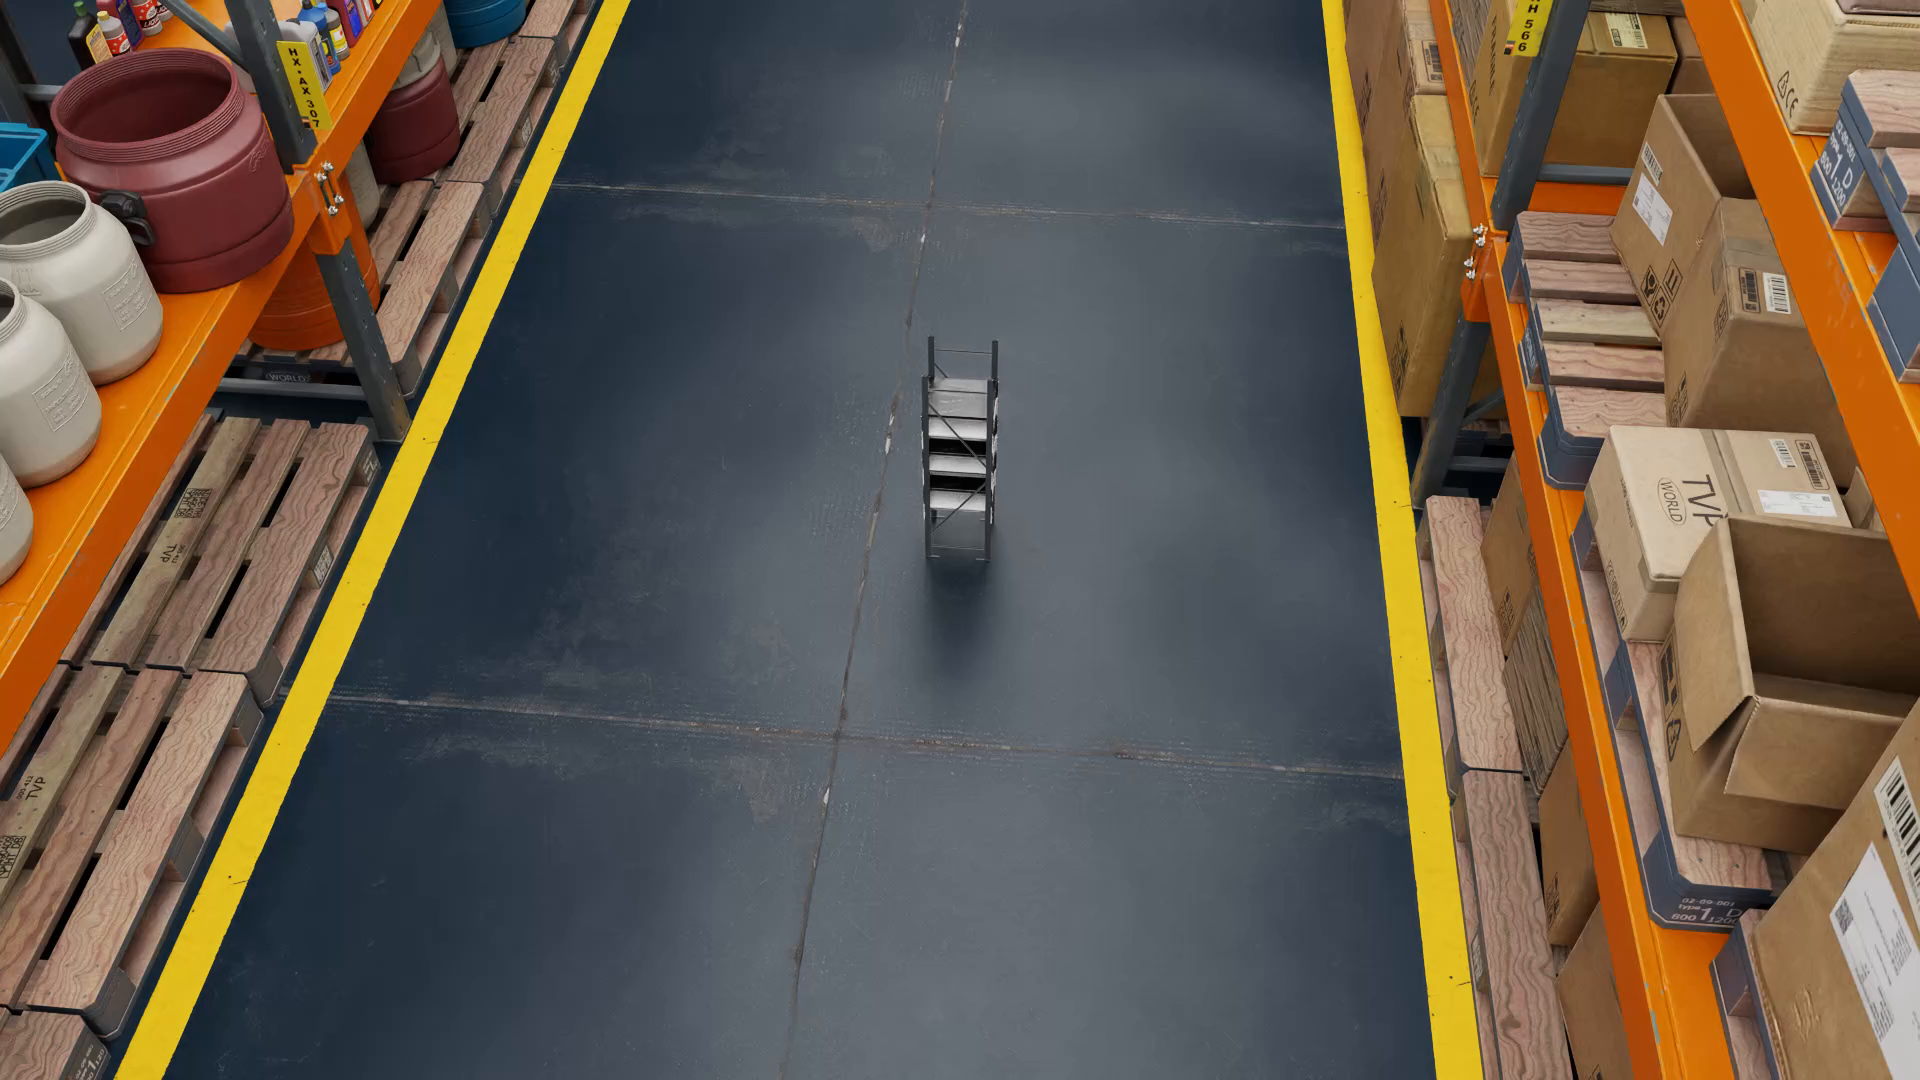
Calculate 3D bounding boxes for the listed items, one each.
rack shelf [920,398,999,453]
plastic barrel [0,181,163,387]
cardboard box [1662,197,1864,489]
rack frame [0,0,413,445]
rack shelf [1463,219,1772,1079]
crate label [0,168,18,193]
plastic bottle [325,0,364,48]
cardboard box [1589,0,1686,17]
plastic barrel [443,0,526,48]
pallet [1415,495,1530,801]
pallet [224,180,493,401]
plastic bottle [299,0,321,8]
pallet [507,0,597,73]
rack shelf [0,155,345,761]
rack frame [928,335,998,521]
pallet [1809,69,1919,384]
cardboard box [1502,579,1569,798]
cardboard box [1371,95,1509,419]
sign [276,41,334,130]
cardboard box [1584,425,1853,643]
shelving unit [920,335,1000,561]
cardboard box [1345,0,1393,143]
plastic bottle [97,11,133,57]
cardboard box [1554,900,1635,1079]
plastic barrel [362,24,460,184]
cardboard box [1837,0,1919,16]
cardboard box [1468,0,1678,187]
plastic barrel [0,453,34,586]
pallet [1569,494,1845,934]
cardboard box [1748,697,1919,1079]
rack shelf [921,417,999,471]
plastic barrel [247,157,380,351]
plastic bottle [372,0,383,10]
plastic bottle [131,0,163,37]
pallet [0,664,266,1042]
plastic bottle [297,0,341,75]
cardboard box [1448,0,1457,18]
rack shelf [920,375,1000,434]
[{"bbox_3d":[0.001,-0.409,5.815,0.258,0.077,0.200,4,48,4],"label":"rack shelf"},{"bbox_3d":[-2.583,-0.736,4.815,0.421,0.512,0.421,0,48,0],"label":"plastic barrel"},{"bbox_3d":[2.270,-0.495,4.317,0.700,0.500,0.500,10,48,9],"label":"cardboard box"},{"bbox_3d":[-2.702,-1.469,5.560,1.000,3.000,0.127,4,48,4],"label":"rack frame"},{"bbox_3d":[2.048,0.577,4.177,1.077,0.370,4.000,4,48,4],"label":"rack shelf"},{"bbox_3d":[-3.062,-0.769,4.896,0.502,0.435,0.616,4,48,4],"label":"crate label"},{"bbox_3d":[-2.265,-1.964,6.093,0.061,0.283,0.133,4,48,4],"label":"plastic bottle"},{"bbox_3d":[2.313,-2.044,5.339,0.797,0.503,0.637,5,48,5],"label":"cardboard box"},{"bbox_3d":[-2.468,-2.923,8.028,0.600,0.901,0.708,4,48,4],"label":"plastic barrel"},{"bbox_3d":[2.158,0.380,5.760,1.003,0.211,1.213,4,48,4],"label":"pallet"},{"bbox_3d":[-2.671,-1.110,7.122,1.003,0.211,1.213,4,48,4],"label":"pallet"},{"bbox_3d":[-2.424,-2.033,6.211,0.097,0.201,0.097,0,48,0],"label":"plastic bottle"},{"bbox_3d":[-2.449,-2.903,8.762,1.003,0.211,1.213,4,48,4],"label":"pallet"},{"bbox_3d":[-2.884,0.244,4.482,1.077,0.370,4.000,4,48,4],"label":"rack shelf"},{"bbox_3d":[0.010,-0.384,5.992,0.240,0.900,0.006,4,48,4],"label":"rack frame"},{"bbox_3d":[2.120,-0.354,2.635,1.213,0.211,1.003,4,48,4],"label":"pallet"},{"bbox_3d":[2.152,0.462,5.191,0.700,0.500,0.500,0,48,0],"label":"cardboard box"},{"bbox_3d":[2.314,-1.066,6.347,1.225,0.875,0.875,2,48,2],"label":"cardboard box"},{"bbox_3d":[-2.153,-1.492,5.471,0.100,0.325,0.005,4,48,4],"label":"sign"},{"bbox_3d":[1.849,-0.011,4.044,0.500,0.250,0.500,3,48,2],"label":"cardboard box"},{"bbox_3d":[0.001,-0.310,5.923,0.258,0.900,0.210,4,48,4],"label":"shelving unit"},{"bbox_3d":[2.476,-2.371,7.541,1.225,0.875,0.875,2,48,2],"label":"cardboard box"},{"bbox_3d":[-3.061,-1.811,6.008,0.097,0.201,0.097,0,48,0],"label":"plastic bottle"},{"bbox_3d":[2.056,1.289,4.434,0.700,0.500,0.500,0,48,0],"label":"cardboard box"},{"bbox_3d":[-2.571,-1.987,7.384,0.600,0.588,0.708,4,48,4],"label":"plastic barrel"},{"bbox_3d":[1.843,-1.280,2.948,0.500,0.500,0.500,3,48,2],"label":"cardboard box"},{"bbox_3d":[2.029,-1.549,5.566,0.500,0.500,0.500,5,48,5],"label":"cardboard box"},{"bbox_3d":[-2.655,-0.121,4.235,0.433,0.535,0.433,0,48,0],"label":"plastic barrel"},{"bbox_3d":[2.091,0.387,3.994,1.003,0.211,1.213,4,48,4],"label":"pallet"},{"bbox_3d":[2.078,0.885,2.716,1.000,1.000,1.000,4,48,4],"label":"cardboard box"},{"bbox_3d":[0.001,-0.348,5.882,0.258,0.077,0.200,4,48,4],"label":"rack shelf"},{"bbox_3d":[-2.674,-1.239,6.536,0.600,0.830,0.708,4,48,4],"label":"plastic barrel"},{"bbox_3d":[-2.241,-2.161,6.273,0.061,0.283,0.133,4,48,4],"label":"plastic bottle"},{"bbox_3d":[-3.040,-1.981,6.163,0.097,0.201,0.097,0,48,0],"label":"plastic bottle"},{"bbox_3d":[-2.925,0.933,5.253,1.003,0.211,1.213,4,48,4],"label":"pallet"},{"bbox_3d":[-2.303,-1.805,5.955,0.097,0.271,0.097,0,48,0],"label":"plastic bottle"},{"bbox_3d":[2.124,-2.296,6.250,0.500,0.500,0.500,2,48,2],"label":"cardboard box"},{"bbox_3d":[0.001,-0.469,5.749,0.258,0.077,0.200,4,48,4],"label":"rack shelf"}]
